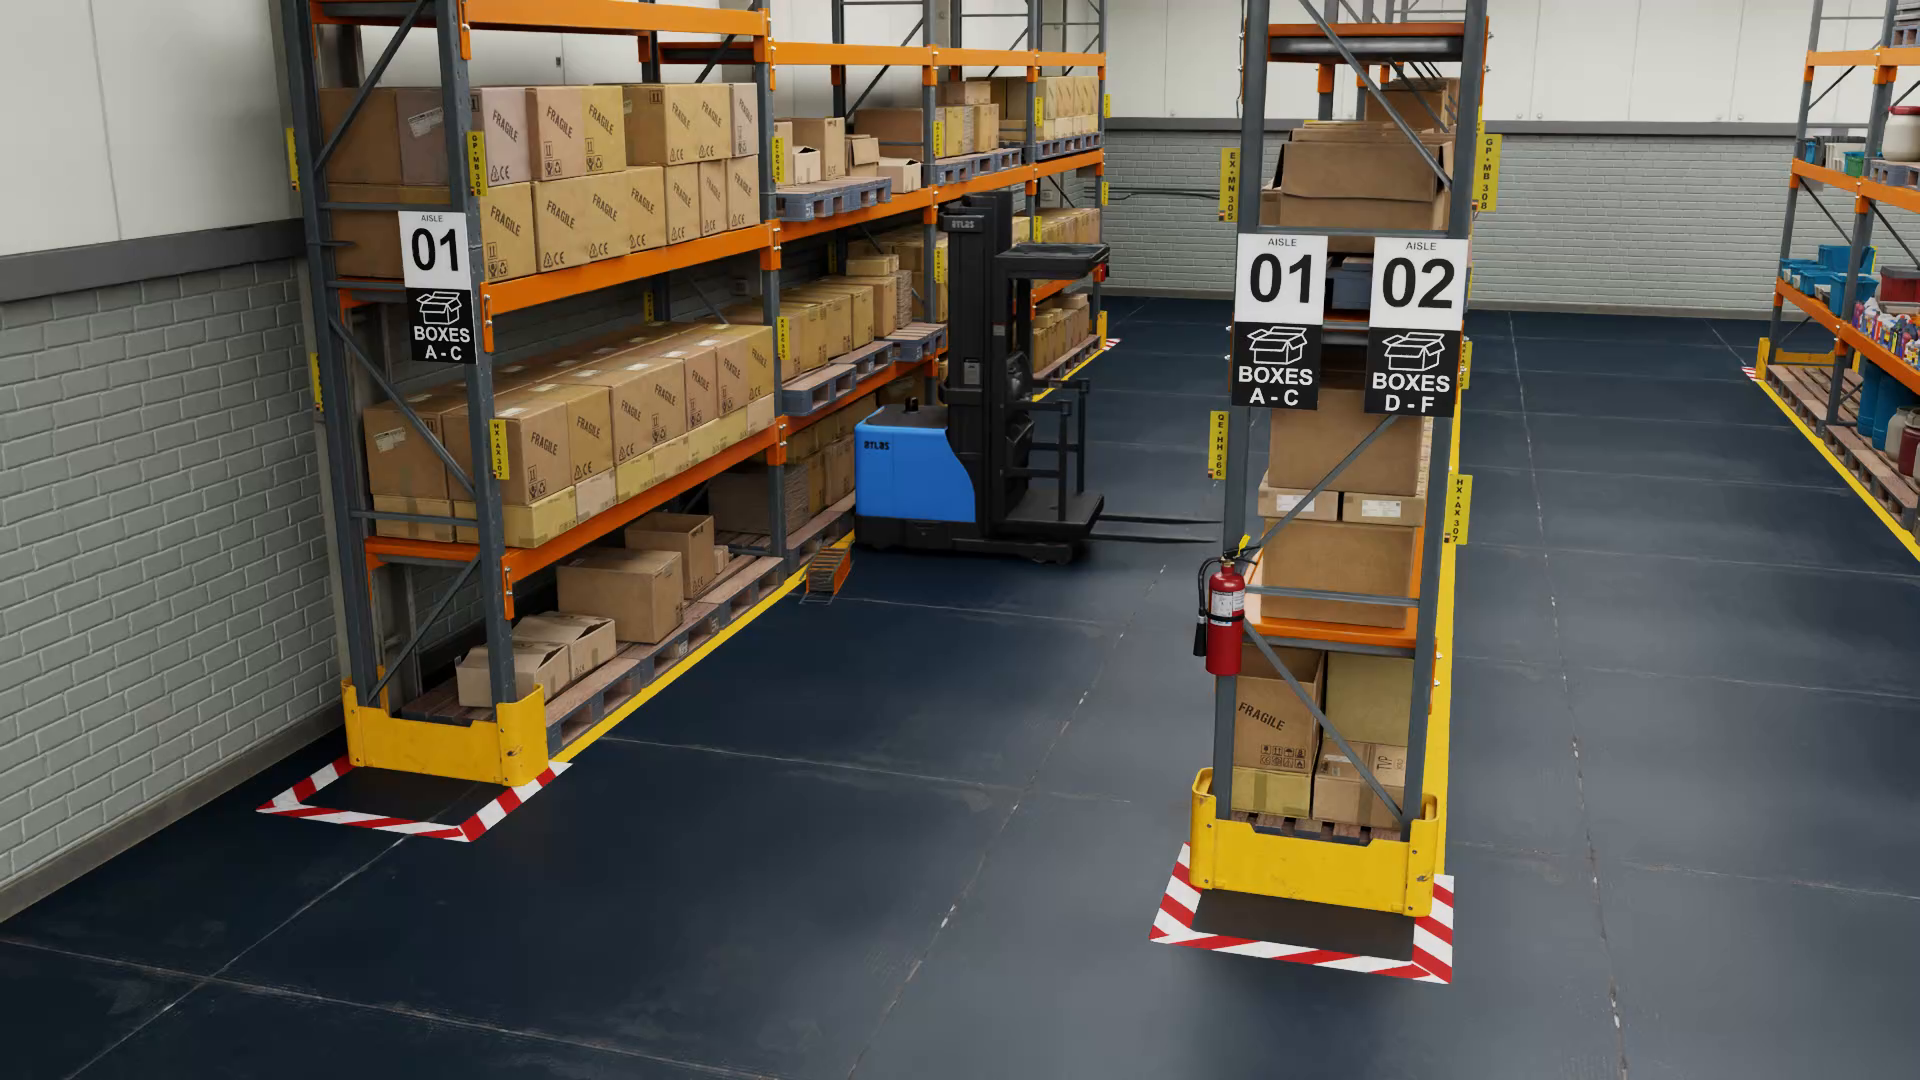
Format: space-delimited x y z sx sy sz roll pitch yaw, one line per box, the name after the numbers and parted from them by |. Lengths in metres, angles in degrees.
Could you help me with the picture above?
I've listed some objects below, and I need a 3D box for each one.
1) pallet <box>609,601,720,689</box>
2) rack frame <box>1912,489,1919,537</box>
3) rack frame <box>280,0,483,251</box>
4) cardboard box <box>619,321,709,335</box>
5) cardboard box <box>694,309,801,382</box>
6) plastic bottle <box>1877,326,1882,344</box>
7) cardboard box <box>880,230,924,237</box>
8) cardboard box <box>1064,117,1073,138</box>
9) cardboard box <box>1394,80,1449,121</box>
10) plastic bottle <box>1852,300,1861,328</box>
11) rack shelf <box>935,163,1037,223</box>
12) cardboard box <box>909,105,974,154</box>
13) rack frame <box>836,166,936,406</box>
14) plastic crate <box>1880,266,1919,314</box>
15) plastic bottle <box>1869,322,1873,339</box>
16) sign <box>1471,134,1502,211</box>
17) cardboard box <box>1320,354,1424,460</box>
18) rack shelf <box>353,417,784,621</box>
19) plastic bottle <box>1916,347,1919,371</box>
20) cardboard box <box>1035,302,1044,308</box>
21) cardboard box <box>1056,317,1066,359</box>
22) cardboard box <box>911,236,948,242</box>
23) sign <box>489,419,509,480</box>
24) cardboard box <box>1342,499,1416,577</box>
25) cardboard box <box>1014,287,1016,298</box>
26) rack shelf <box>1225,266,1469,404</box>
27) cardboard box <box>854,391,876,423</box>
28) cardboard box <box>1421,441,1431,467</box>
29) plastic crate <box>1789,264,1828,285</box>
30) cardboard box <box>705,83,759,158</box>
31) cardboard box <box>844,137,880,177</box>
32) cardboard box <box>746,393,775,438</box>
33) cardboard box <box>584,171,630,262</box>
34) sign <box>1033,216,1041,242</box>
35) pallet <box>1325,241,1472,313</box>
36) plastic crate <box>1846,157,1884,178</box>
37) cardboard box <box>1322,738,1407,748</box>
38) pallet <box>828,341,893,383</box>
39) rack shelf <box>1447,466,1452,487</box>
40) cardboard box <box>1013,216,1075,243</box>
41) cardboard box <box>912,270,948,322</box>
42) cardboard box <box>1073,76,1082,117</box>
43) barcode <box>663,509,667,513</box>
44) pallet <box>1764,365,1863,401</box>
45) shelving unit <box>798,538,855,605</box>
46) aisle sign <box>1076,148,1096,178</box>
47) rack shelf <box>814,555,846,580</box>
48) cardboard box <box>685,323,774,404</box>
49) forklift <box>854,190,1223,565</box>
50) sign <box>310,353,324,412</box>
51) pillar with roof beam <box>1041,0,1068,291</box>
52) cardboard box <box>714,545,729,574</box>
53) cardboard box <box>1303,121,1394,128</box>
-2.372 0.681 11.542 1.003 0.211 1.213 5 16 16 | pallet
8.766 -1.437 13.900 1.000 3.000 0.127 5 16 16 | rack frame
-3.006 -2.999 8.411 1.000 3.000 0.127 5 16 16 | rack frame
-2.204 -1.351 12.458 0.500 0.500 0.500 4 16 15 | cardboard box
-1.692 -1.550 13.306 0.700 0.500 0.500 5 16 16 | cardboard box
9.083 -2.026 16.341 0.097 0.201 0.097 0 16 0 | plastic bottle
-0.553 -3.175 17.888 0.500 0.250 0.500 4 16 14 | cardboard box
1.150 -5.301 21.345 0.500 0.250 0.500 4 16 14 | cardboard box
4.292 -4.042 15.570 0.500 0.500 0.500 5 16 16 | cardboard box
9.389 -2.365 17.384 0.061 0.283 0.133 5 16 16 | plastic bottle
-0.165 -3.826 18.143 1.077 0.370 4.000 5 16 16 | rack shelf
-0.252 -4.457 18.058 0.700 0.500 0.500 5 16 16 | cardboard box
-0.733 -2.206 16.609 1.000 3.000 0.127 5 16 16 | rack frame
10.396 -2.758 18.328 0.402 0.464 0.583 5 16 16 | plastic crate
9.187 -2.122 16.678 0.097 0.201 0.097 0 16 0 | plastic bottle
2.274 -1.587 7.182 0.100 0.325 0.005 5 16 16 | sign
2.048 -0.675 8.651 0.700 0.500 0.500 4 16 14 | cardboard box
-2.438 -0.290 11.173 1.077 0.370 4.000 5 16 16 | rack shelf
8.643 -1.655 14.902 0.097 0.271 0.097 0 16 0 | plastic bottle
0.923 -3.136 22.510 0.380 0.149 0.250 5 17 16 | cardboard box
1.008 -2.705 22.179 0.700 0.500 0.500 5 17 17 | cardboard box
-0.205 -3.007 17.294 0.500 0.250 0.500 4 16 15 | cardboard box
-2.486 -0.487 8.964 0.100 0.325 0.005 5 16 16 | sign
2.034 -0.037 8.778 0.700 0.500 0.500 5 17 17 | cardboard box
0.530 -2.963 19.702 0.380 0.149 0.250 5 17 17 | cardboard box
2.312 -1.350 9.413 1.077 0.370 4.000 5 16 16 | rack shelf
-1.110 -1.239 15.601 0.500 0.250 0.500 5 17 17 | cardboard box
2.354 -0.446 9.033 0.380 0.149 0.250 4 16 14 | cardboard box
10.466 -3.268 20.549 0.416 0.233 0.300 5 16 16 | plastic crate
-1.752 -2.989 11.821 0.500 0.500 0.500 3 16 11 | cardboard box
-1.190 -3.376 15.012 0.797 0.503 0.637 7 17 24 | cardboard box
-1.714 -0.949 12.417 0.500 0.250 0.500 5 16 16 | cardboard box
-2.341 -1.956 10.010 0.500 0.500 0.500 5 17 18 | cardboard box
0.927 -3.732 20.012 0.100 0.325 0.005 5 16 16 | sign
1.970 -1.313 8.127 1.003 0.211 1.213 5 16 16 | pallet
9.733 -3.959 17.683 0.450 0.188 0.662 5 16 16 | plastic crate
2.248 1.137 9.093 0.500 0.250 0.500 5 16 16 | cardboard box
-1.256 -1.592 14.798 1.003 0.211 1.213 5 16 16 | pallet
3.449 -0.953 13.511 1.077 0.370 4.000 5 16 16 | rack shelf
0.984 -3.919 22.099 0.980 0.700 0.700 4 16 13 | cardboard box
-0.350 -2.514 16.930 0.500 0.500 0.500 5 17 18 | cardboard box
1.301 -5.801 21.734 0.500 0.500 0.500 4 16 13 | cardboard box
-2.253 -0.200 12.724 0.001 0.075 0.075 5 16 16 | barcode
10.767 -1.976 20.910 1.003 0.211 1.213 5 16 16 | pallet
-1.043 0.240 13.126 0.258 0.189 1.200 2 16 6 | shelving unit
1.849 -5.545 23.618 0.394 0.787 0.004 5 16 16 | aisle sign
-1.036 0.219 13.198 0.258 0.180 0.103 2 16 6 | rack shelf
-1.708 -1.310 12.314 0.500 0.500 0.500 5 16 16 | cardboard box
0.680 -1.365 13.772 3.031 2.935 1.130 4 16 12 | forklift
-3.533 -0.870 9.199 0.100 0.325 0.005 5 16 16 | sign
5.606 -7.625 24.719 9.100 9.000 0.400 5 16 16 | pillar with roof beam
-1.993 0.134 12.744 0.380 0.166 0.250 2 16 9 | cardboard box
2.485 -2.425 10.677 0.500 0.500 0.500 6 17 20 | cardboard box
